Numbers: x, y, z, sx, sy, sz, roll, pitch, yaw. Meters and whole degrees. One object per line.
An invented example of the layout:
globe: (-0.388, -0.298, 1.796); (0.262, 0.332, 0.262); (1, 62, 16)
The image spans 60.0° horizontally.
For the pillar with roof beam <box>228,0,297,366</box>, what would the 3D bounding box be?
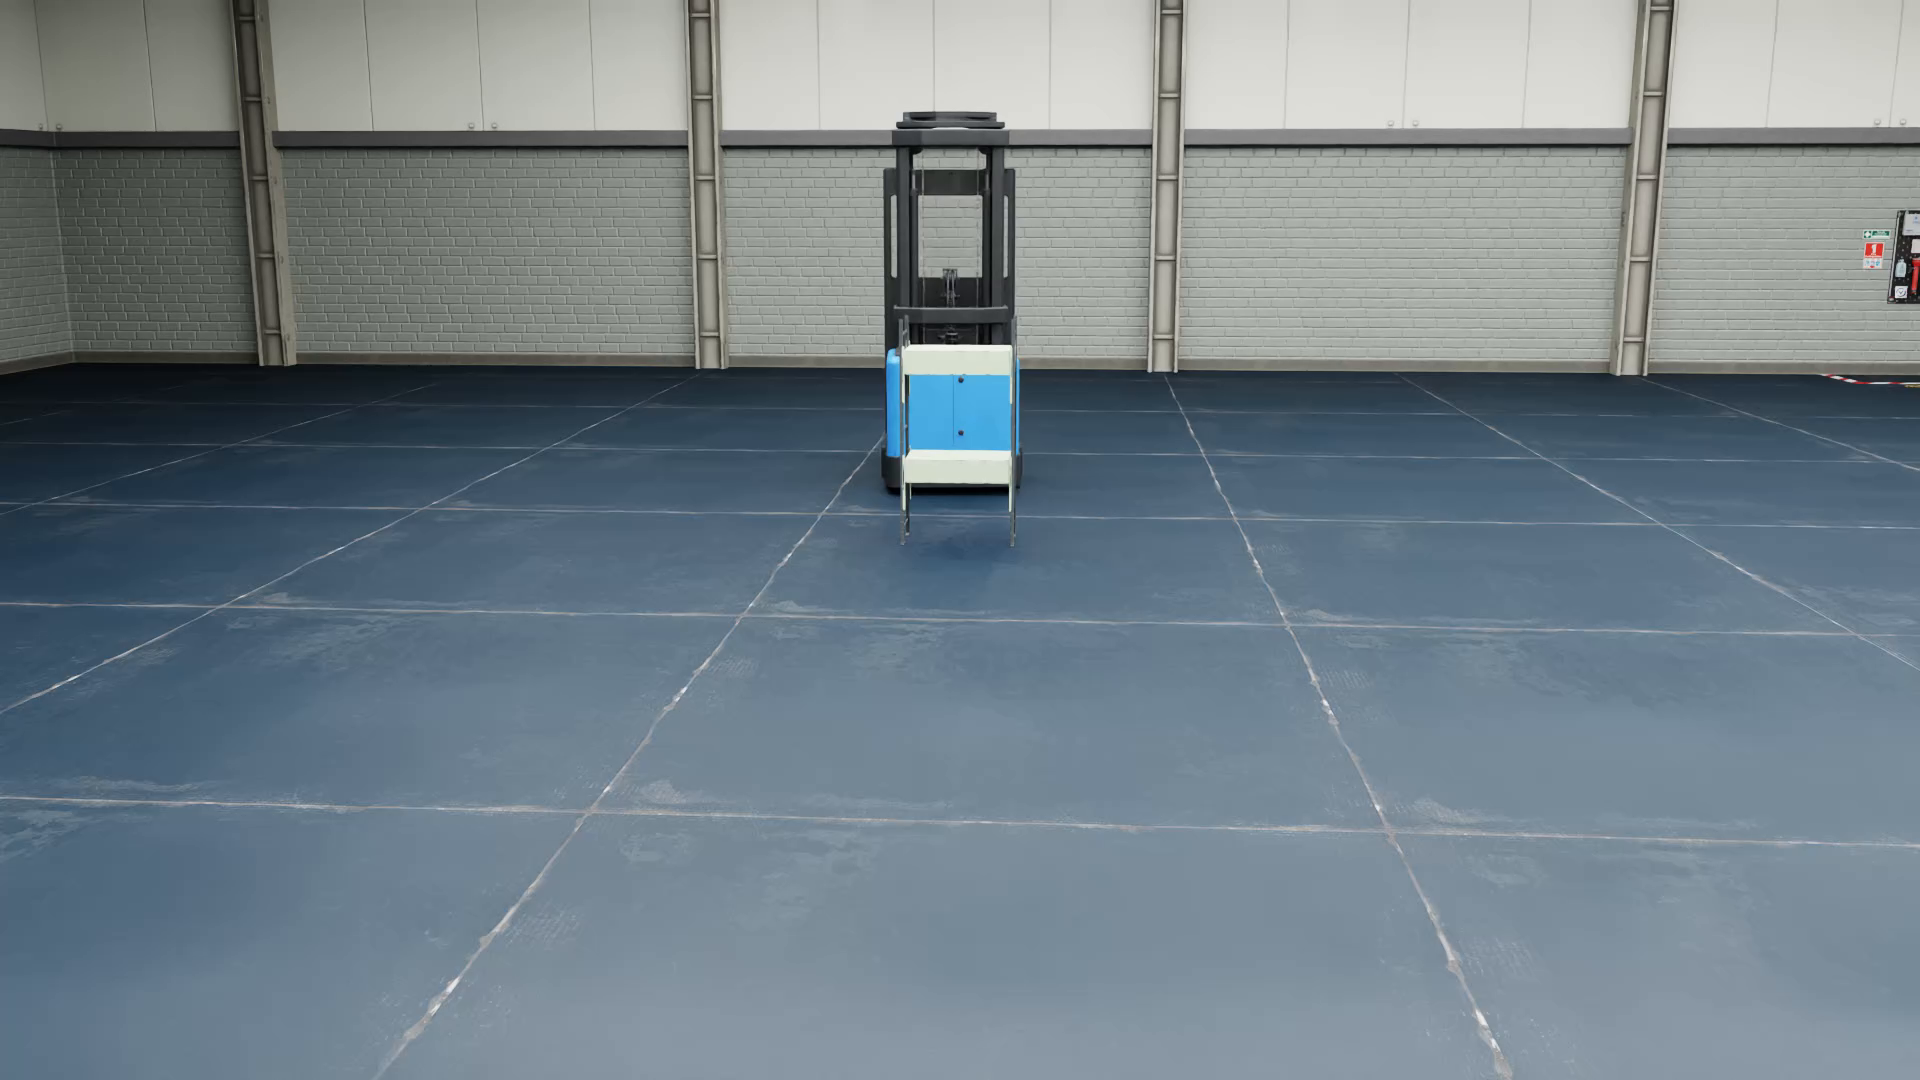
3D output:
pillar with roof beam: (-9.596, -5.919, 17.588); (0.400, 9.000, 9.100); (1, 12, 4)

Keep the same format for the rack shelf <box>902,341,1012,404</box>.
rack shelf: (-0.007, -1.116, 11.035); (0.720, 0.370, 0.431); (1, 12, 4)

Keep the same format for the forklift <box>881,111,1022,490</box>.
forklift: (-0.095, -2.079, 14.047); (1.130, 2.935, 3.031); (0, 12, -2)

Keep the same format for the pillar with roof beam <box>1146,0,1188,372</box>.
pillar with roof beam: (2.377, -5.755, 16.803); (0.400, 9.000, 9.100); (1, 12, 4)

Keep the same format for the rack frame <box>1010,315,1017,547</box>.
rack frame: (0.359, -0.729, 11.091); (0.023, 1.500, 0.400); (1, 12, 4)

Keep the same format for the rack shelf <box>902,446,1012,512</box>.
rack shelf: (-0.007, -0.415, 11.182); (0.720, 0.370, 0.431); (1, 12, 4)

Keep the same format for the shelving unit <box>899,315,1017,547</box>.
shelving unit: (-0.007, -0.734, 11.115); (0.755, 1.500, 0.431); (1, 12, 4)

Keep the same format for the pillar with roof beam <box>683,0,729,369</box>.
pillar with roof beam: (-3.610, -5.837, 17.195); (0.400, 9.000, 9.100); (1, 12, 4)

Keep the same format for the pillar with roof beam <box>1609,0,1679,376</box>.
pillar with roof beam: (8.364, -5.673, 16.411); (0.400, 9.000, 9.100); (1, 12, 4)

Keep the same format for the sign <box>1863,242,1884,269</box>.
sign: (11.630, -3.622, 21.169); (0.234, 0.329, 0.001); (1, 12, 4)

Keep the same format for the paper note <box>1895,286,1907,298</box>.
paper note: (12.003, -3.161, 21.205); (0.142, 0.148, 0.016); (1, 12, 4)

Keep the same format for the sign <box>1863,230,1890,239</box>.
sign: (11.634, -3.879, 21.106); (0.331, 0.109, 0.001); (1, 12, 4)

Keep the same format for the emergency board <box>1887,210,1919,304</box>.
emergency board: (12.175, -3.576, 21.036); (0.643, 1.169, 0.194); (1, 12, 4)

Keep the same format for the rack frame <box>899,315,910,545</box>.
rack frame: (-0.372, -0.739, 11.139); (0.023, 1.500, 0.400); (1, 12, 4)
